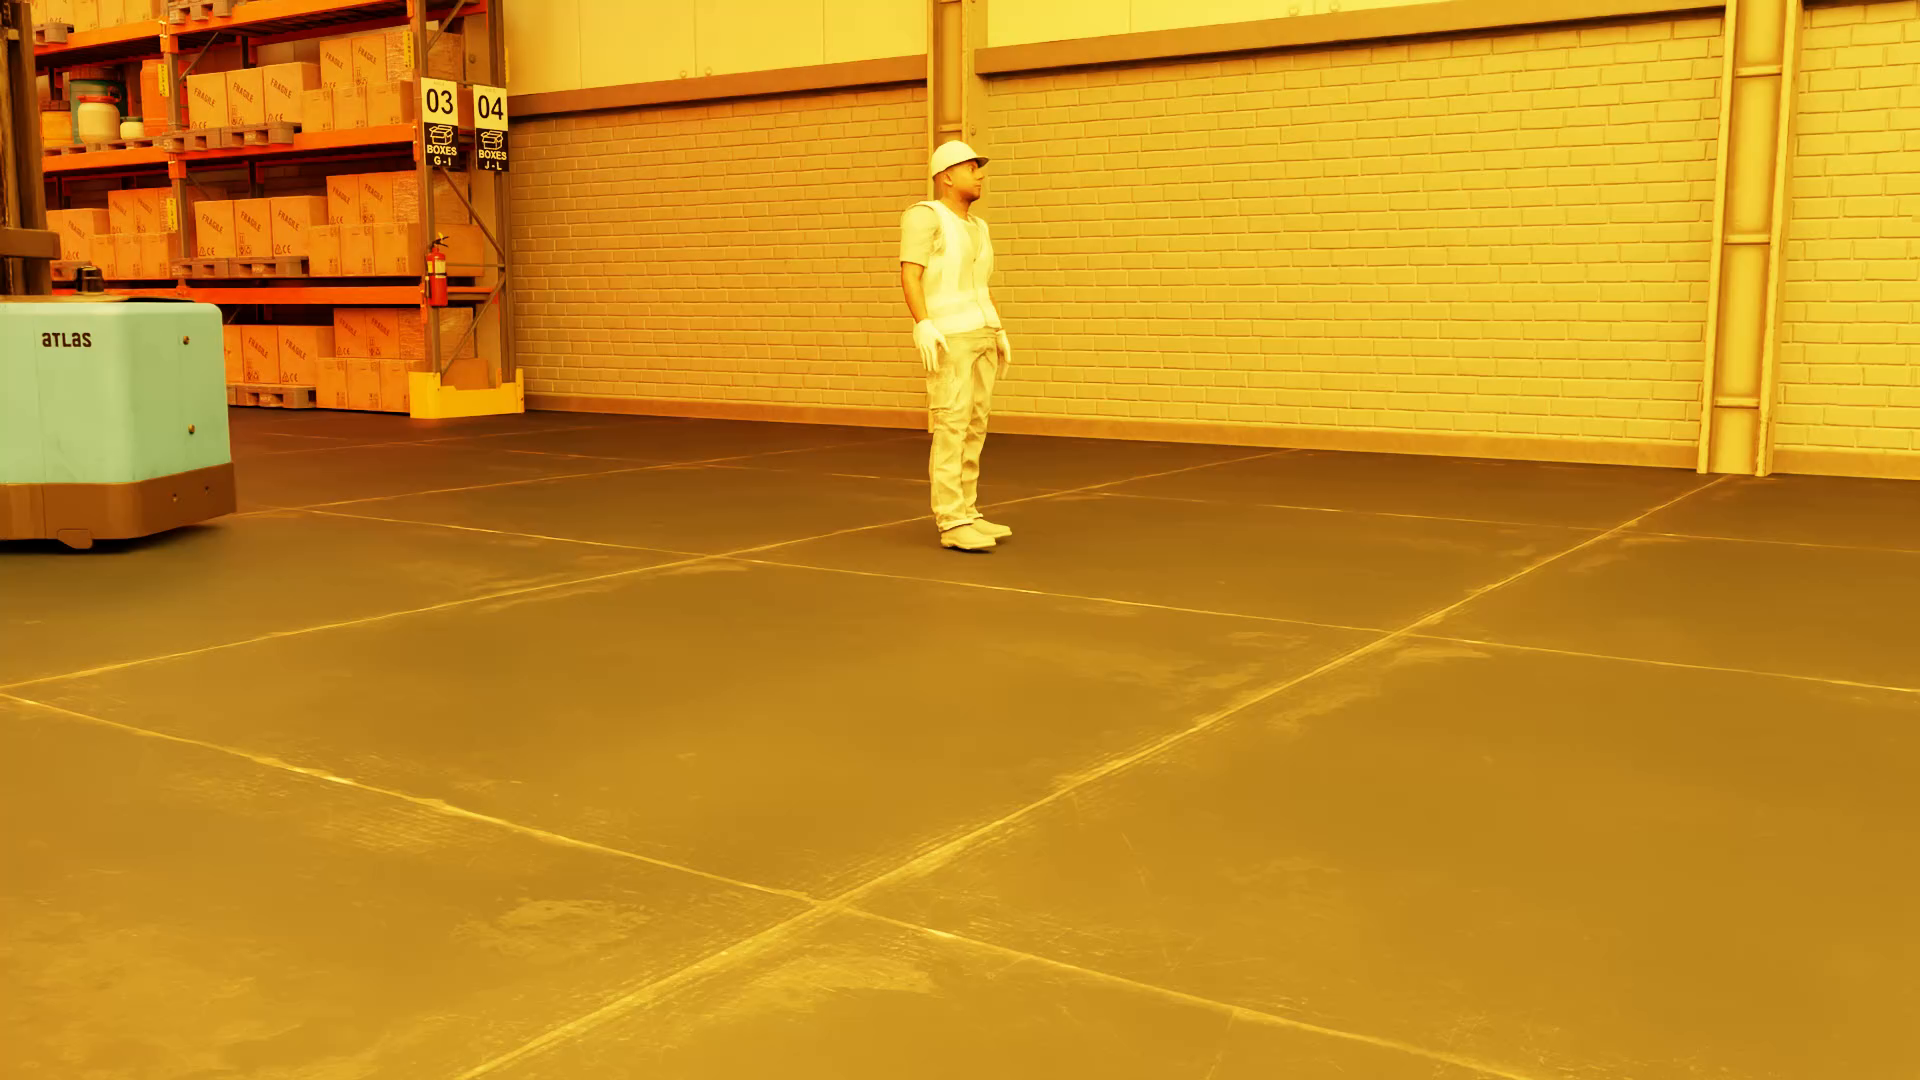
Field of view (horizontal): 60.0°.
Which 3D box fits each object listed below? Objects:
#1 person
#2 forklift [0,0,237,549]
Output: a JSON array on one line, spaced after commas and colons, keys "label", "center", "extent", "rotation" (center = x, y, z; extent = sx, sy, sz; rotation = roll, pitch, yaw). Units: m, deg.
[{"label": "person", "center": [0.054, -0.883, 7.430], "extent": [0.577, 1.782, 0.656], "rotation": [5, 10, 34]}, {"label": "forklift", "center": [-5.030, -1.462, 7.474], "extent": [3.031, 2.935, 1.130], "rotation": [0, 8, 2]}]
